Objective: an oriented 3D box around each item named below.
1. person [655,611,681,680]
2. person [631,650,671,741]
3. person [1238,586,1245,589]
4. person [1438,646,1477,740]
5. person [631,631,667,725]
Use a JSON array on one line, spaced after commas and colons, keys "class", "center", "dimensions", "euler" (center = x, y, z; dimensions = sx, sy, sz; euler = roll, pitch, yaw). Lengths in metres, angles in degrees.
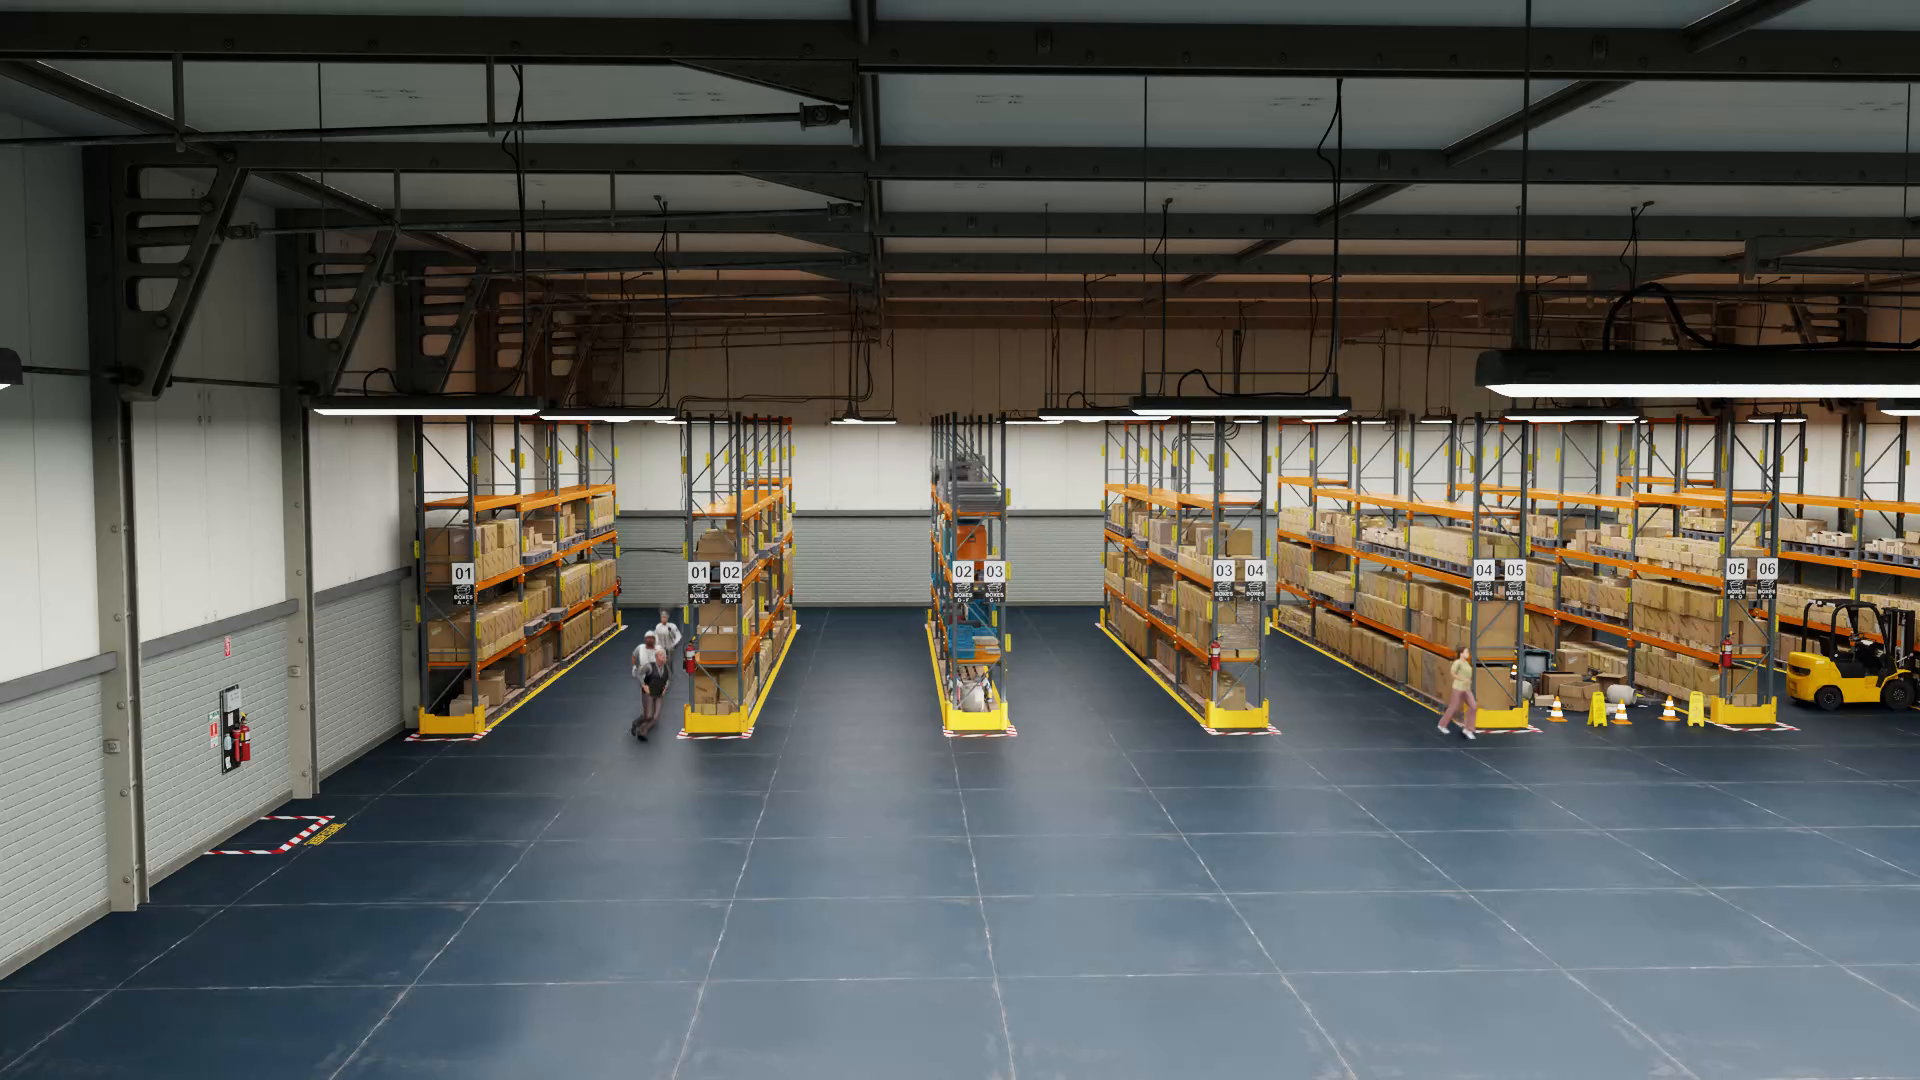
[{"class": "person", "center": [-6.438, 2.396, 36.632], "dimensions": [0.618, 1.705, 0.753], "euler": [0, 4, 1]}, {"class": "person", "center": [-5.615, 2.834, 30.442], "dimensions": [0.715, 1.636, 0.581], "euler": [-3, 5, -38]}, {"class": "person", "center": [7.808, 1.617, 47.986], "dimensions": [0.862, 1.745, 0.688], "euler": [2, 4, 26]}, {"class": "person", "center": [9.256, 2.797, 30.757], "dimensions": [0.615, 1.700, 0.790], "euler": [-3, 5, -37]}, {"class": "person", "center": [-5.977, 2.656, 32.020], "dimensions": [0.656, 1.824, 0.744], "euler": [-1, 4, -14]}]
